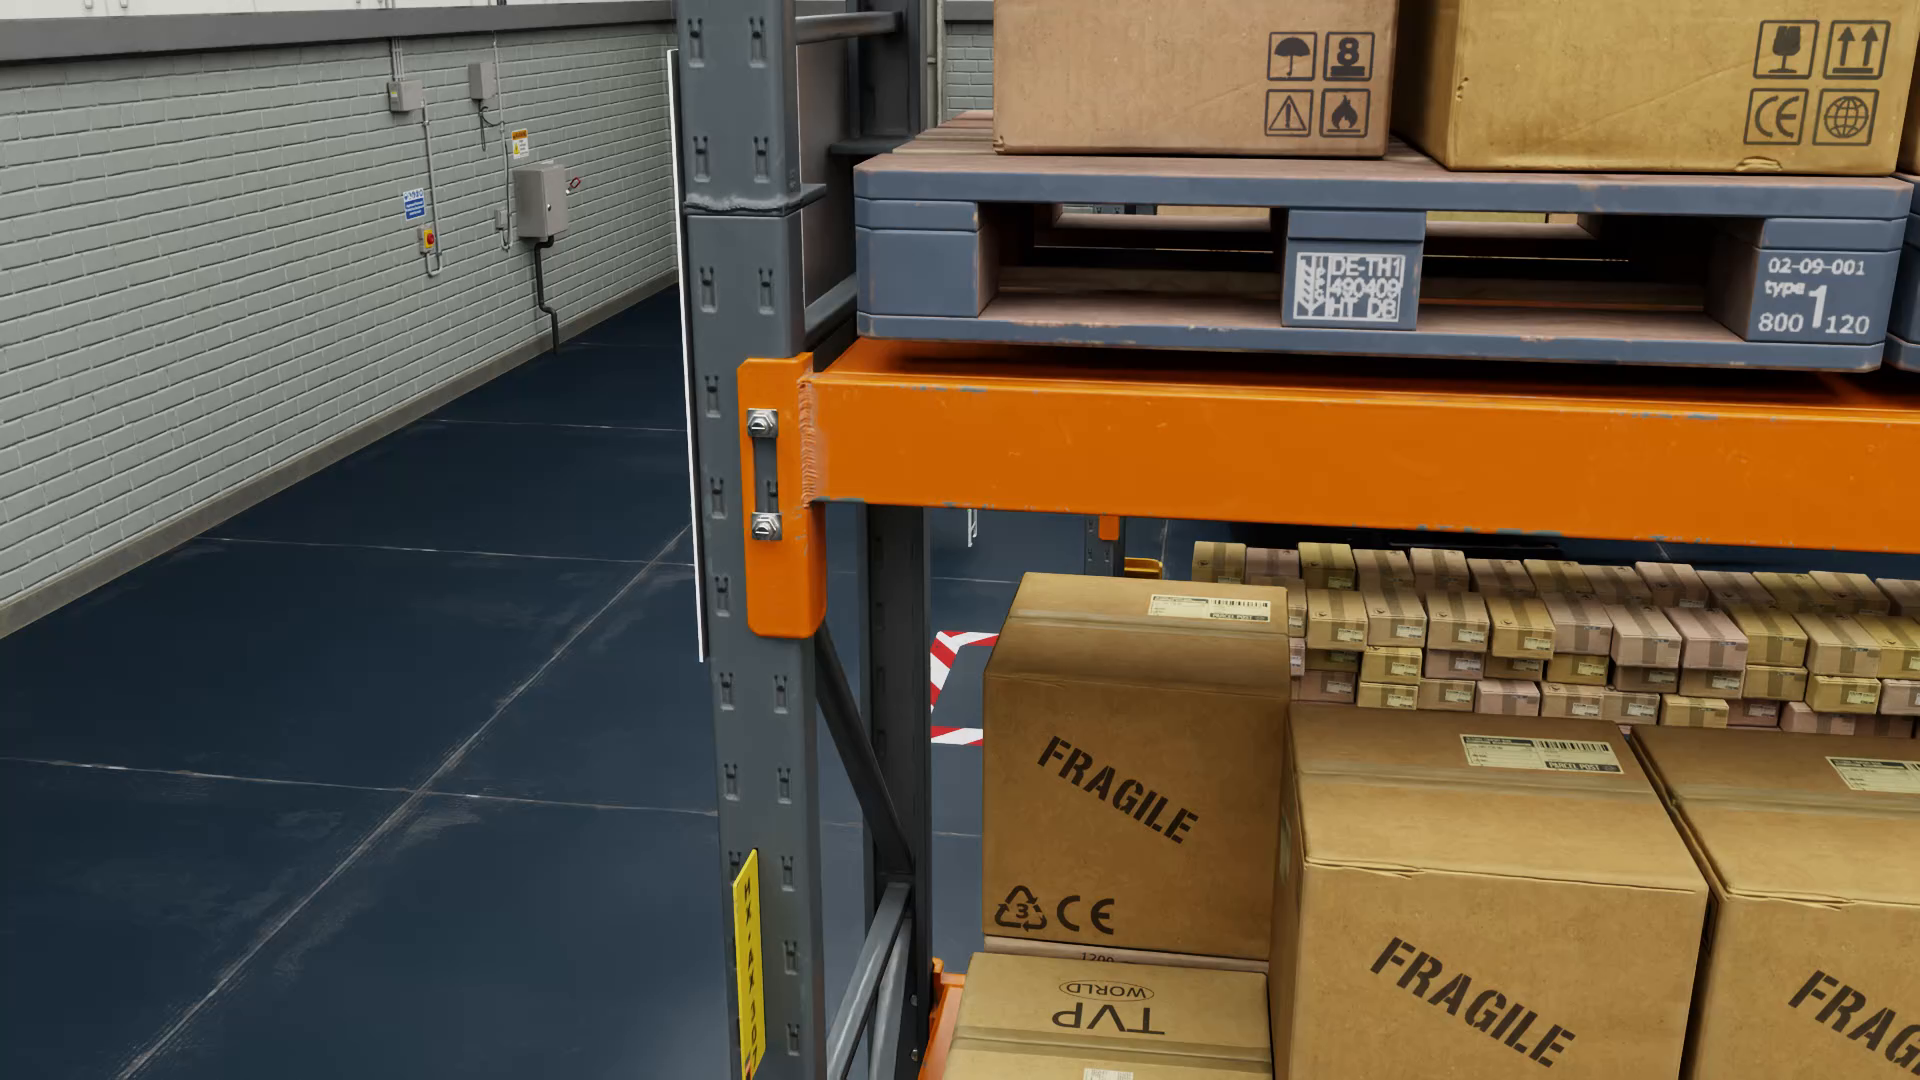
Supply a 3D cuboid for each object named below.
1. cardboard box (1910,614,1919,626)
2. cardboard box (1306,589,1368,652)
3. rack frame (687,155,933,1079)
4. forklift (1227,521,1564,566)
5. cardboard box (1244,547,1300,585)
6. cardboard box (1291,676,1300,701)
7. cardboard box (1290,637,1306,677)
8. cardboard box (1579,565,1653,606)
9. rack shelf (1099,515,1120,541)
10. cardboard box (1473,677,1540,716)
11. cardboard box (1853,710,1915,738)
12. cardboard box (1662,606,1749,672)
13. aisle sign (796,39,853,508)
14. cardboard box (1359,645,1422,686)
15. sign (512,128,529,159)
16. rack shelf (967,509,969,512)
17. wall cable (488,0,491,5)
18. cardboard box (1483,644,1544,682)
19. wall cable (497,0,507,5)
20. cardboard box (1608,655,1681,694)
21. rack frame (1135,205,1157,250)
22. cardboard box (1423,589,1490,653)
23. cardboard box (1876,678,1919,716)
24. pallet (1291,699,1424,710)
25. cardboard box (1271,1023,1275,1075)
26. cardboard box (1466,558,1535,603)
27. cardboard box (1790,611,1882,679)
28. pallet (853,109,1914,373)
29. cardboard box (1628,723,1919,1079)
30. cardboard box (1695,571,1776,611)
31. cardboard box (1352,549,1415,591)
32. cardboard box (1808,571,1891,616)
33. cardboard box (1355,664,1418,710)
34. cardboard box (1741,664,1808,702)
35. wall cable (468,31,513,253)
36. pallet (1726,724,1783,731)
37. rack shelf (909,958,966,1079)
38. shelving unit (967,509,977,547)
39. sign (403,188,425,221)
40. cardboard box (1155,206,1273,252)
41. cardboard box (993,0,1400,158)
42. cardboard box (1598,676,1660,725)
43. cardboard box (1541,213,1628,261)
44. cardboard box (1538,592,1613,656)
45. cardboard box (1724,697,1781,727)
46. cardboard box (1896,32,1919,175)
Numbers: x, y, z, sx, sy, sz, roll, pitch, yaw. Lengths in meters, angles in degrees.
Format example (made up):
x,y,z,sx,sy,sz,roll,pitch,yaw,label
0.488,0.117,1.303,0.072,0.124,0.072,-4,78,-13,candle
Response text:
x,y,z,sx,sy,sz,roll,pitch,yaw,label
4.246,0.458,7.101,0.250,0.149,0.380,3,19,10,cardboard box
1.673,0.355,7.409,0.250,0.149,0.380,3,19,9,cardboard box
-0.197,0.871,2.973,0.127,3.000,1.000,3,19,9,rack frame
3.180,-1.369,9.777,3.031,2.935,1.130,1,19,3,forklift
1.491,0.171,7.959,0.250,0.149,0.380,3,19,10,cardboard box
1.427,0.589,7.646,0.250,0.149,0.380,3,19,8,cardboard box
1.427,0.472,7.527,0.250,0.149,0.380,3,19,8,cardboard box
3.030,0.250,7.722,0.250,0.149,0.380,2,19,6,cardboard box
2.664,-0.236,7.415,4.000,0.370,1.077,3,19,9,rack shelf
2.408,0.670,7.406,0.250,0.149,0.380,2,19,6,cardboard box
3.954,0.724,7.243,0.250,0.149,0.380,3,19,10,cardboard box
3.215,0.425,7.199,0.250,0.149,0.380,2,19,6,cardboard box
-0.221,-0.459,2.852,0.004,0.787,0.394,3,19,9,aisle sign
1.919,0.504,7.433,0.250,0.149,0.380,4,19,10,cardboard box
-3.932,-3.546,14.871,0.001,0.242,0.339,3,19,9,sign
-0.163,-0.289,10.234,0.480,0.148,0.258,3,19,9,rack shelf
-4.164,-5.512,12.595,0.029,3.000,2.355,3,19,9,wall cable
2.471,0.488,7.480,0.250,0.149,0.380,4,19,11,cardboard box
-3.685,-6.401,15.192,0.133,3.039,2.988,3,19,9,wall cable
2.993,0.531,7.350,0.250,0.149,0.380,2,19,6,cardboard box
1.375,-2.234,12.251,0.127,3.000,1.000,3,19,9,rack frame
2.203,0.358,7.399,0.250,0.149,0.380,4,19,11,cardboard box
4.008,0.609,7.117,0.250,0.149,0.380,2,19,6,cardboard box
1.561,0.700,7.877,1.213,0.211,1.003,3,19,9,pallet
0.824,0.768,3.048,0.500,0.250,0.500,3,19,8,cardboard box
2.529,0.221,7.809,0.250,0.149,0.380,2,19,7,cardboard box
3.741,0.447,7.133,0.250,0.149,0.380,3,19,8,cardboard box
0.537,-0.475,2.409,1.213,0.211,1.003,3,19,9,pallet
1.240,0.604,2.358,0.500,0.500,0.500,2,19,7,cardboard box
3.550,0.276,7.644,0.250,0.149,0.380,2,19,7,cardboard box
2.013,0.177,7.940,0.250,0.149,0.380,2,19,6,cardboard box
4.069,0.280,7.634,0.250,0.149,0.380,4,19,11,cardboard box
1.909,0.647,7.474,0.250,0.149,0.380,3,19,9,cardboard box
3.509,0.558,7.270,0.250,0.149,0.380,3,19,9,cardboard box
-3.983,-3.437,14.246,0.122,1.984,0.588,3,19,9,wall cable
3.970,0.823,7.510,1.213,0.211,1.003,3,19,9,pallet
1.778,1.313,2.786,4.000,0.370,1.077,3,19,9,rack shelf
-0.163,-0.577,10.138,0.503,1.200,0.258,3,19,9,shelving unit
-4.264,-2.626,12.999,0.001,0.218,0.327,3,19,9,sign
1.091,-1.235,7.064,0.500,0.500,0.500,3,19,8,cardboard box
0.325,-0.836,2.370,0.500,0.500,0.700,2,19,5,cardboard box
2.929,0.677,7.383,0.250,0.149,0.380,3,19,10,cardboard box
2.603,-1.154,6.821,0.500,0.500,0.500,2,19,7,cardboard box
2.719,0.368,7.368,0.250,0.149,0.380,3,19,9,cardboard box
3.442,0.680,7.376,0.250,0.149,0.380,2,19,7,cardboard box
1.379,-0.759,2.140,0.500,0.500,0.700,2,19,5,cardboard box
